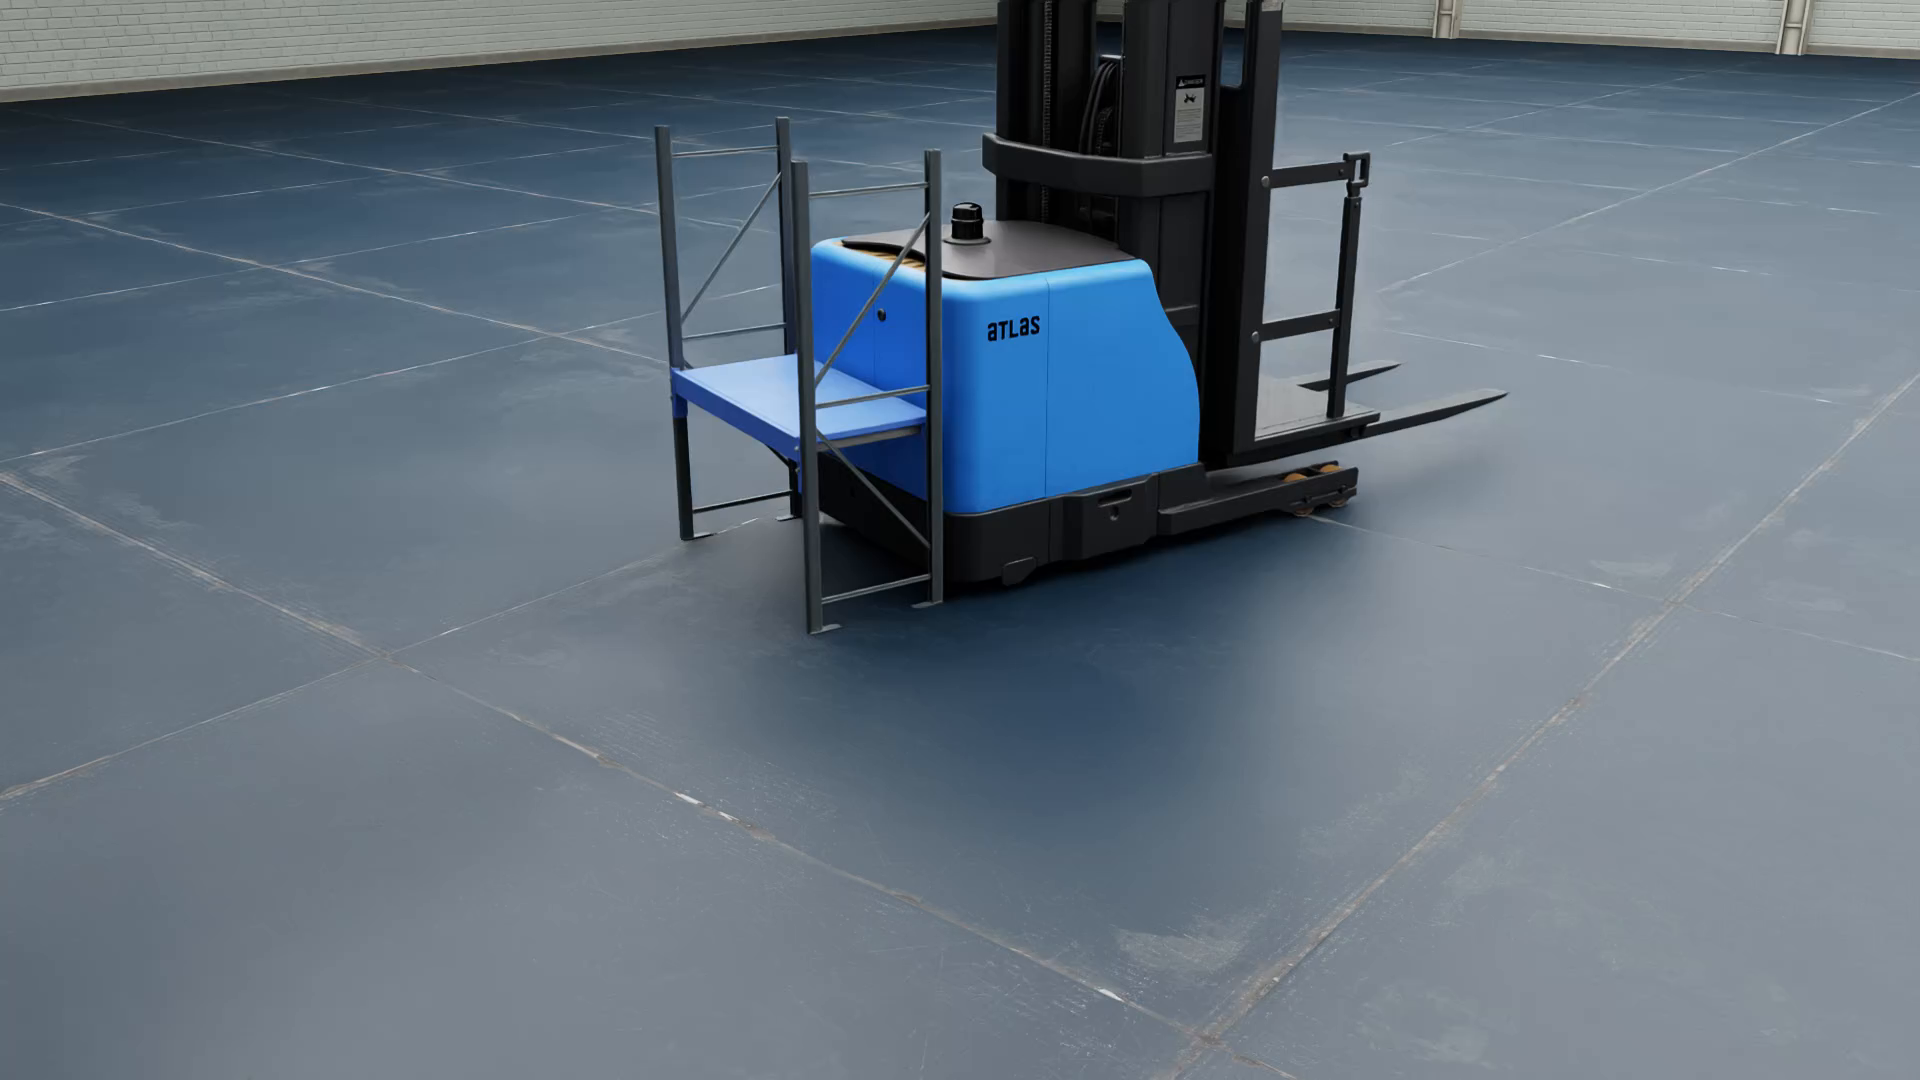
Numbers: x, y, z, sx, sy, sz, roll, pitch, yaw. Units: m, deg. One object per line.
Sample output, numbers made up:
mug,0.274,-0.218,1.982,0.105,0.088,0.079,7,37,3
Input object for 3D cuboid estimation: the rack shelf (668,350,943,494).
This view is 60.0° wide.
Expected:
rack shelf,-0.548,-0.428,5.687,0.538,0.185,1.000,-13,24,-30

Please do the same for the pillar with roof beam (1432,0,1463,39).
pillar with roof beam,6.320,-12.383,26.251,0.400,9.000,9.100,16,26,36

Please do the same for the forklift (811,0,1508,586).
forklift,0.948,-1.600,6.256,3.031,2.935,1.130,-14,25,-32

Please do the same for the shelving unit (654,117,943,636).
shelving unit,-0.548,-0.596,5.623,0.538,1.500,1.048,-13,24,-30

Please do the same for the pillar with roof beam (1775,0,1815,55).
pillar with roof beam,10.969,-11.044,22.701,0.400,9.000,9.100,16,26,36

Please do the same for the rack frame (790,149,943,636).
rack frame,-0.276,-0.445,5.222,0.500,1.500,0.032,-13,24,-30

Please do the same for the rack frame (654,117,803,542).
rack frame,-0.820,-0.748,6.025,0.500,1.500,0.032,-13,24,-30
